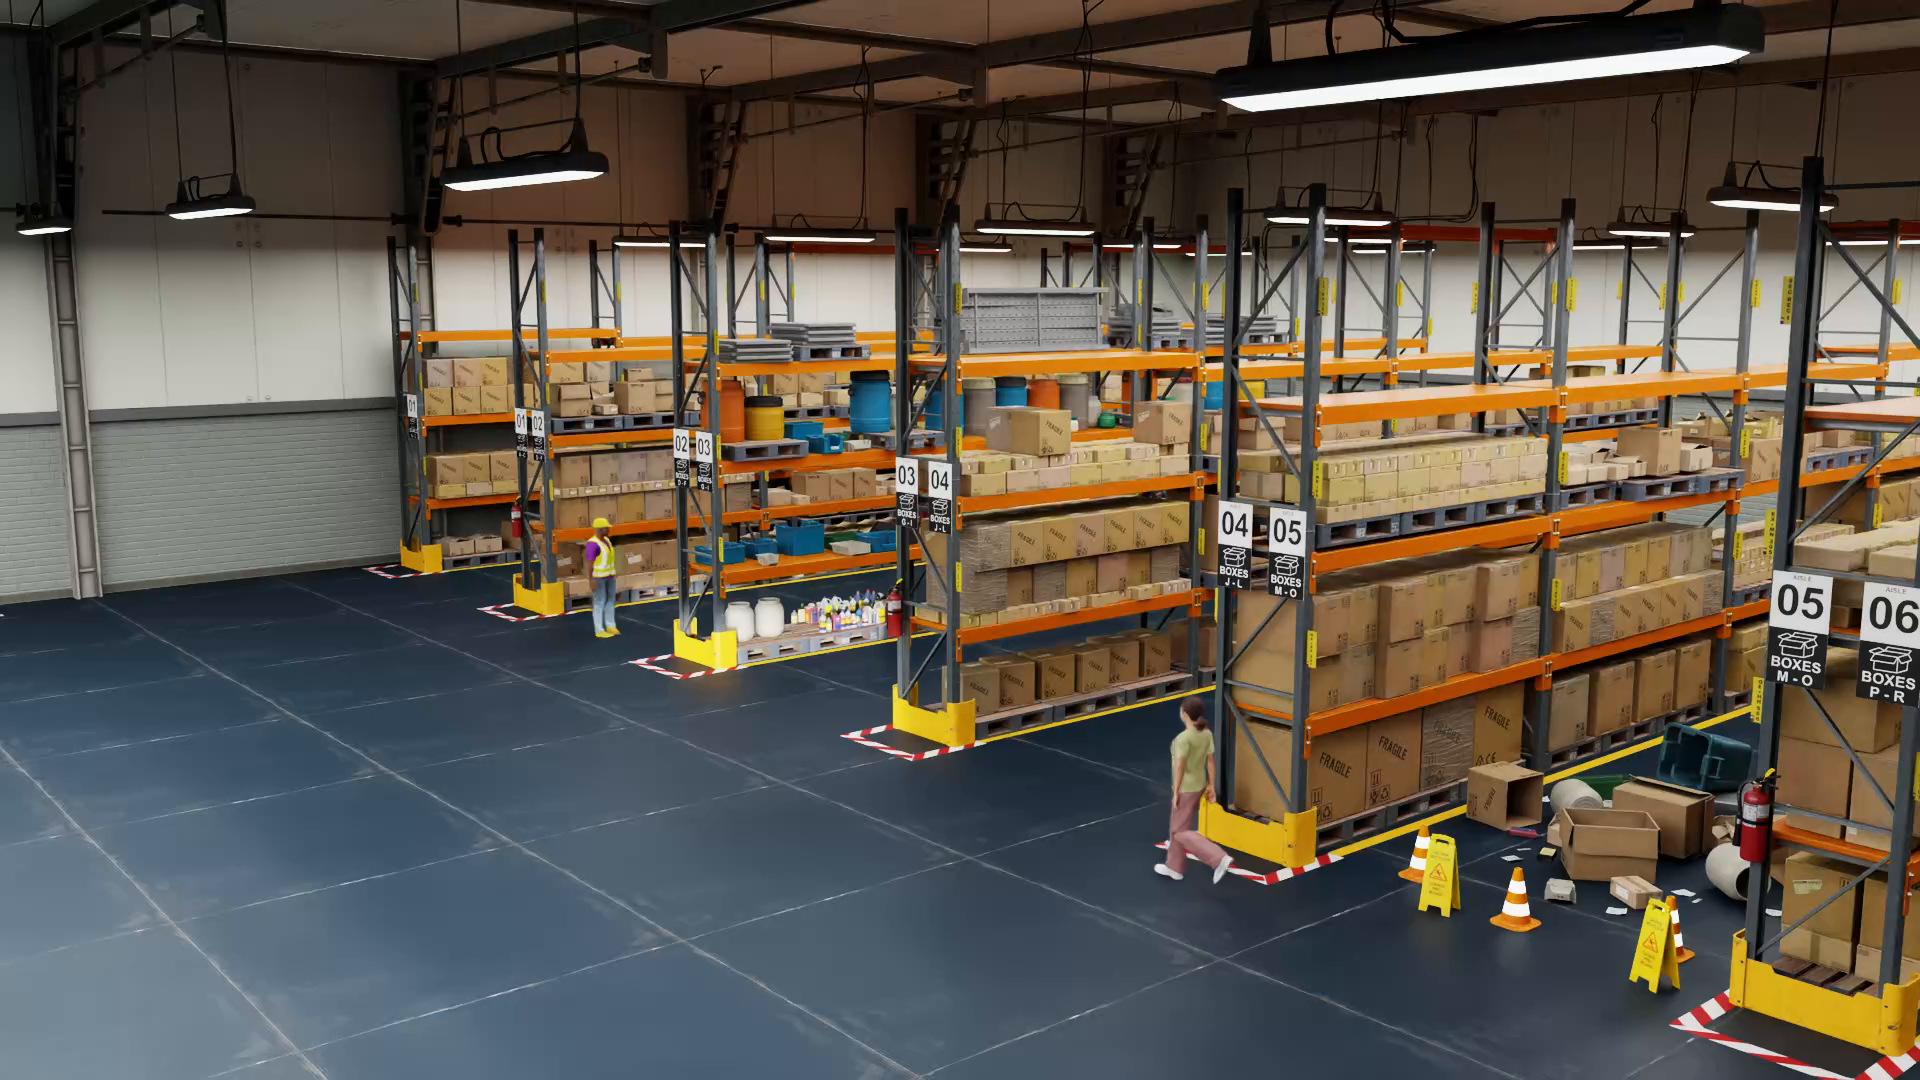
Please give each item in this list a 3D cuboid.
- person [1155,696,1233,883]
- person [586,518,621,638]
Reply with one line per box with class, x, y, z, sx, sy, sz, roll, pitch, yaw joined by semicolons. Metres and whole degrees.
person;2.011;2.164;14.311;0.785;1.656;0.445;4;10;26
person;-5.252;0.559;24.453;0.420;1.789;0.628;5;10;28
